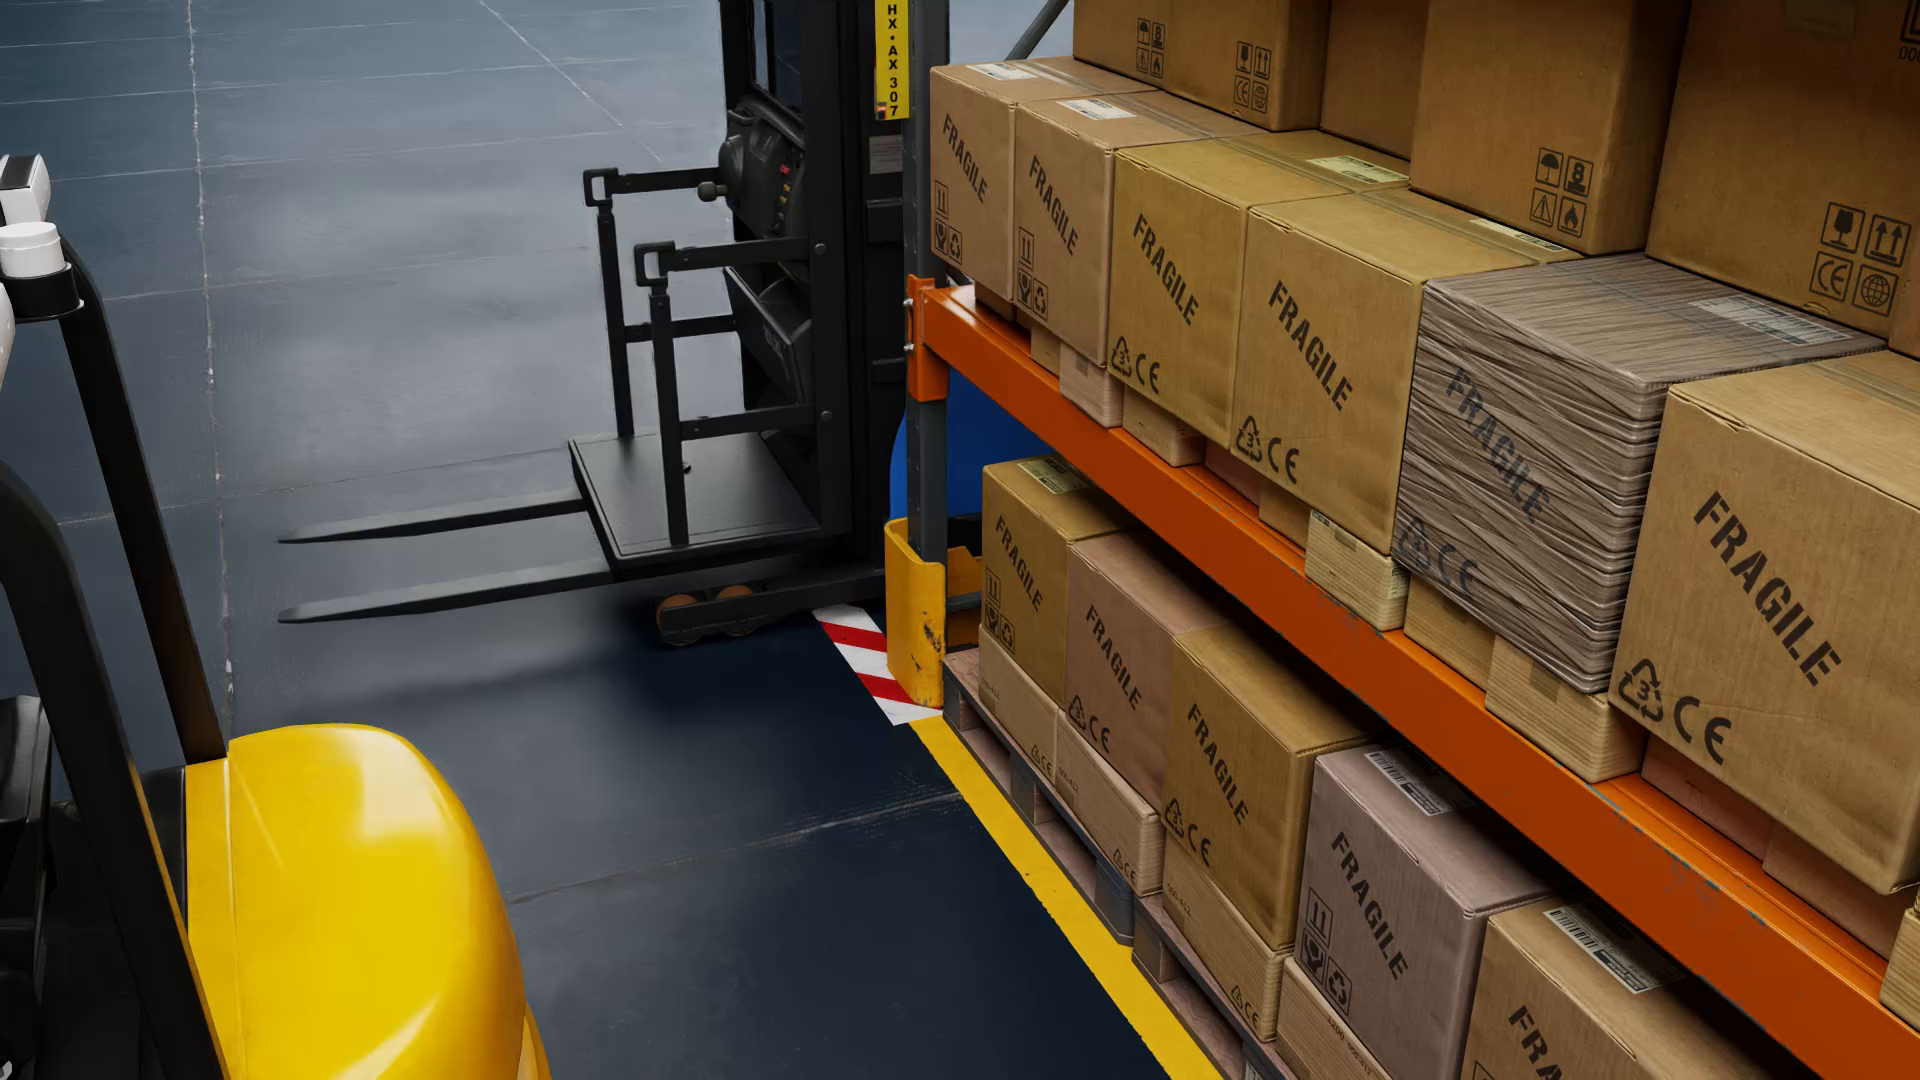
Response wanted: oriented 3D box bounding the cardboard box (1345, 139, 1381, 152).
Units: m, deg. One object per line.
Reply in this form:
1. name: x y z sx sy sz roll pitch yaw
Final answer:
1. cardboard box: 1.169 -0.618 3.643 0.500 0.500 0.500 -11 28 -21

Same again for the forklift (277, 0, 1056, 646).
1. forklift: -0.834 -1.227 5.422 3.031 2.935 1.130 -9 27 -18

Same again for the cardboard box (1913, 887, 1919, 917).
1. cardboard box: 1.482 0.283 1.798 0.500 0.500 0.500 -11 28 -22

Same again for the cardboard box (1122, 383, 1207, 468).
1. cardboard box: 0.591 -0.301 3.734 0.380 0.149 0.250 -10 28 -19

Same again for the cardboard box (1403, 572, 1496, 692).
1. cardboard box: 1.005 0.116 2.880 0.380 0.149 0.250 -11 28 -22

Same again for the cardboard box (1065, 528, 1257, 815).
1. cardboard box: 0.598 0.287 4.045 0.500 0.500 0.500 -12 28 -23

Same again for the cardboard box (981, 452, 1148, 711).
1. cardboard box: 0.389 0.076 4.476 0.500 0.500 0.500 -12 28 -22

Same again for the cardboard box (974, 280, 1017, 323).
1. cardboard box: 0.261 -0.731 4.614 0.380 0.149 0.250 -10 28 -20

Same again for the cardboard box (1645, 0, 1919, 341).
1. cardboard box: 1.560 -0.662 2.594 0.700 0.500 0.500 -11 28 -22

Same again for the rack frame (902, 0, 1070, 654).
1. rack frame: 0.318 -1.016 4.913 1.000 3.000 0.127 -11 28 -21

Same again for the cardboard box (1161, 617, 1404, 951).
1. cardboard box: 0.787 0.490 3.627 0.500 0.500 0.500 -10 28 -20

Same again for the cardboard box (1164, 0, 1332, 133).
1. cardboard box: 0.910 -1.270 3.840 0.700 0.500 0.500 -10 28 -20

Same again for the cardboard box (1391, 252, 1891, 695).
1. cardboard box: 1.067 -0.132 2.649 0.500 0.500 0.500 -10 28 -19

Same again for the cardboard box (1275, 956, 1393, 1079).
1. cardboard box: 0.993 1.034 3.370 0.500 0.250 0.500 -10 28 -20

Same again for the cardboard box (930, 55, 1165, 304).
1. cardboard box: 0.248 -0.956 4.336 0.500 0.500 0.500 -11 28 -21

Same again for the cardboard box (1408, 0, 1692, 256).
1. cardboard box: 1.272 -0.856 2.993 0.700 0.500 0.500 -11 28 -21

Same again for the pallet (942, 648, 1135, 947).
1. pallet: 0.634 0.601 4.778 1.003 0.211 1.213 -11 28 -21

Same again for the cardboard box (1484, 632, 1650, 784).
1. cardboard box: 1.077 0.224 2.658 0.380 0.149 0.250 -11 28 -21

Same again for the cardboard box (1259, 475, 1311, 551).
1. cardboard box: 0.826 -0.093 3.309 0.380 0.149 0.250 -11 28 -22

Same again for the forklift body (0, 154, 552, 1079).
1. forklift body: -1.826 0.672 2.423 2.313 2.155 1.214 -11 28 -21

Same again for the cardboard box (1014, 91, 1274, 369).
1. cardboard box: 0.454 -0.747 3.909 0.500 0.500 0.500 -10 28 -19

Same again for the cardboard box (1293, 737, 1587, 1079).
1. cardboard box: 1.004 0.705 3.188 0.500 0.500 0.500 -9 27 -18

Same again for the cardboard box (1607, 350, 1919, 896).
1. cardboard box: 1.274 0.077 2.221 0.500 0.500 0.500 -10 28 -19

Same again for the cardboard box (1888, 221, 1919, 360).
1. cardboard box: 1.732 -0.454 2.169 0.700 0.500 0.500 -10 28 -20

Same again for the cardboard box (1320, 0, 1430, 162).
1. cardboard box: 1.205 -1.082 3.454 0.700 0.500 0.500 -11 28 -21

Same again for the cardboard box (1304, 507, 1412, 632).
1. cardboard box: 0.871 0.018 3.080 0.380 0.149 0.250 -10 28 -20

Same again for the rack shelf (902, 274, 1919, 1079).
1. rack shelf: 1.101 0.114 3.417 1.077 0.370 4.000 -11 28 -21

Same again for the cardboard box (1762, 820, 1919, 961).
1. cardboard box: 1.344 0.416 2.266 0.380 0.149 0.250 -10 28 -20

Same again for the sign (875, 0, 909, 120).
1. sign: -0.181 -1.312 4.532 0.100 0.325 0.005 -11 28 -21

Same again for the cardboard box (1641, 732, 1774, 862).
1. cardboard box: 1.259 0.313 2.477 0.380 0.149 0.250 -11 28 -21

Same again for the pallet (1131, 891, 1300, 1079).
1. pallet: 1.107 1.093 3.770 1.003 0.211 1.213 -11 28 -21

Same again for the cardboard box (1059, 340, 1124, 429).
1. cardboard box: 0.459 -0.400 3.937 0.380 0.149 0.250 -10 28 -20

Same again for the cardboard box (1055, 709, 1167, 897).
1. cardboard box: 0.573 0.611 4.235 0.500 0.250 0.500 -10 28 -19

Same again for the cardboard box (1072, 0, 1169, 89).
1. cardboard box: 0.719 -1.476 4.261 0.700 0.500 0.500 -11 28 -22

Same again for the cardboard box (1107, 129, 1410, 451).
1. cardboard box: 0.655 -0.542 3.488 0.500 0.500 0.500 -11 28 -22

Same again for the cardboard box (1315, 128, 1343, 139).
1. cardboard box: 0.976 -0.820 4.058 0.500 0.500 0.500 -11 28 -20

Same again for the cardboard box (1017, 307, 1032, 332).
1. cardboard box: 0.373 -0.631 4.410 0.380 0.149 0.250 -10 28 -20

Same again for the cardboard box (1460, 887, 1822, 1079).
1. cardboard box: 1.205 0.911 2.767 0.500 0.500 0.500 -10 28 -20

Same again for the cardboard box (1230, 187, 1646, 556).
1. cardboard box: 0.862 -0.338 3.071 0.500 0.500 0.500 -11 28 -22

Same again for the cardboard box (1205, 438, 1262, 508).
1. cardboard box: 0.750 -0.205 3.537 0.380 0.149 0.250 -10 28 -19

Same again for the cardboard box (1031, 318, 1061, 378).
1. cardboard box: 0.402 -0.510 4.162 0.380 0.149 0.250 -12 28 -22

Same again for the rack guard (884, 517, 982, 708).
1. rack guard: 0.348 0.138 5.398 1.175 0.500 0.348 -11 28 -21

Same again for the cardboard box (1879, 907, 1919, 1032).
1. cardboard box: 1.374 0.534 2.023 0.380 0.149 0.250 -10 28 -19

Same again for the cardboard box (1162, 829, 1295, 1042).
1. cardboard box: 0.798 0.829 3.788 0.500 0.250 0.500 -9 27 -17

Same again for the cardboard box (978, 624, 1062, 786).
1. cardboard box: 0.380 0.404 4.660 0.500 0.250 0.500 -11 28 -21
